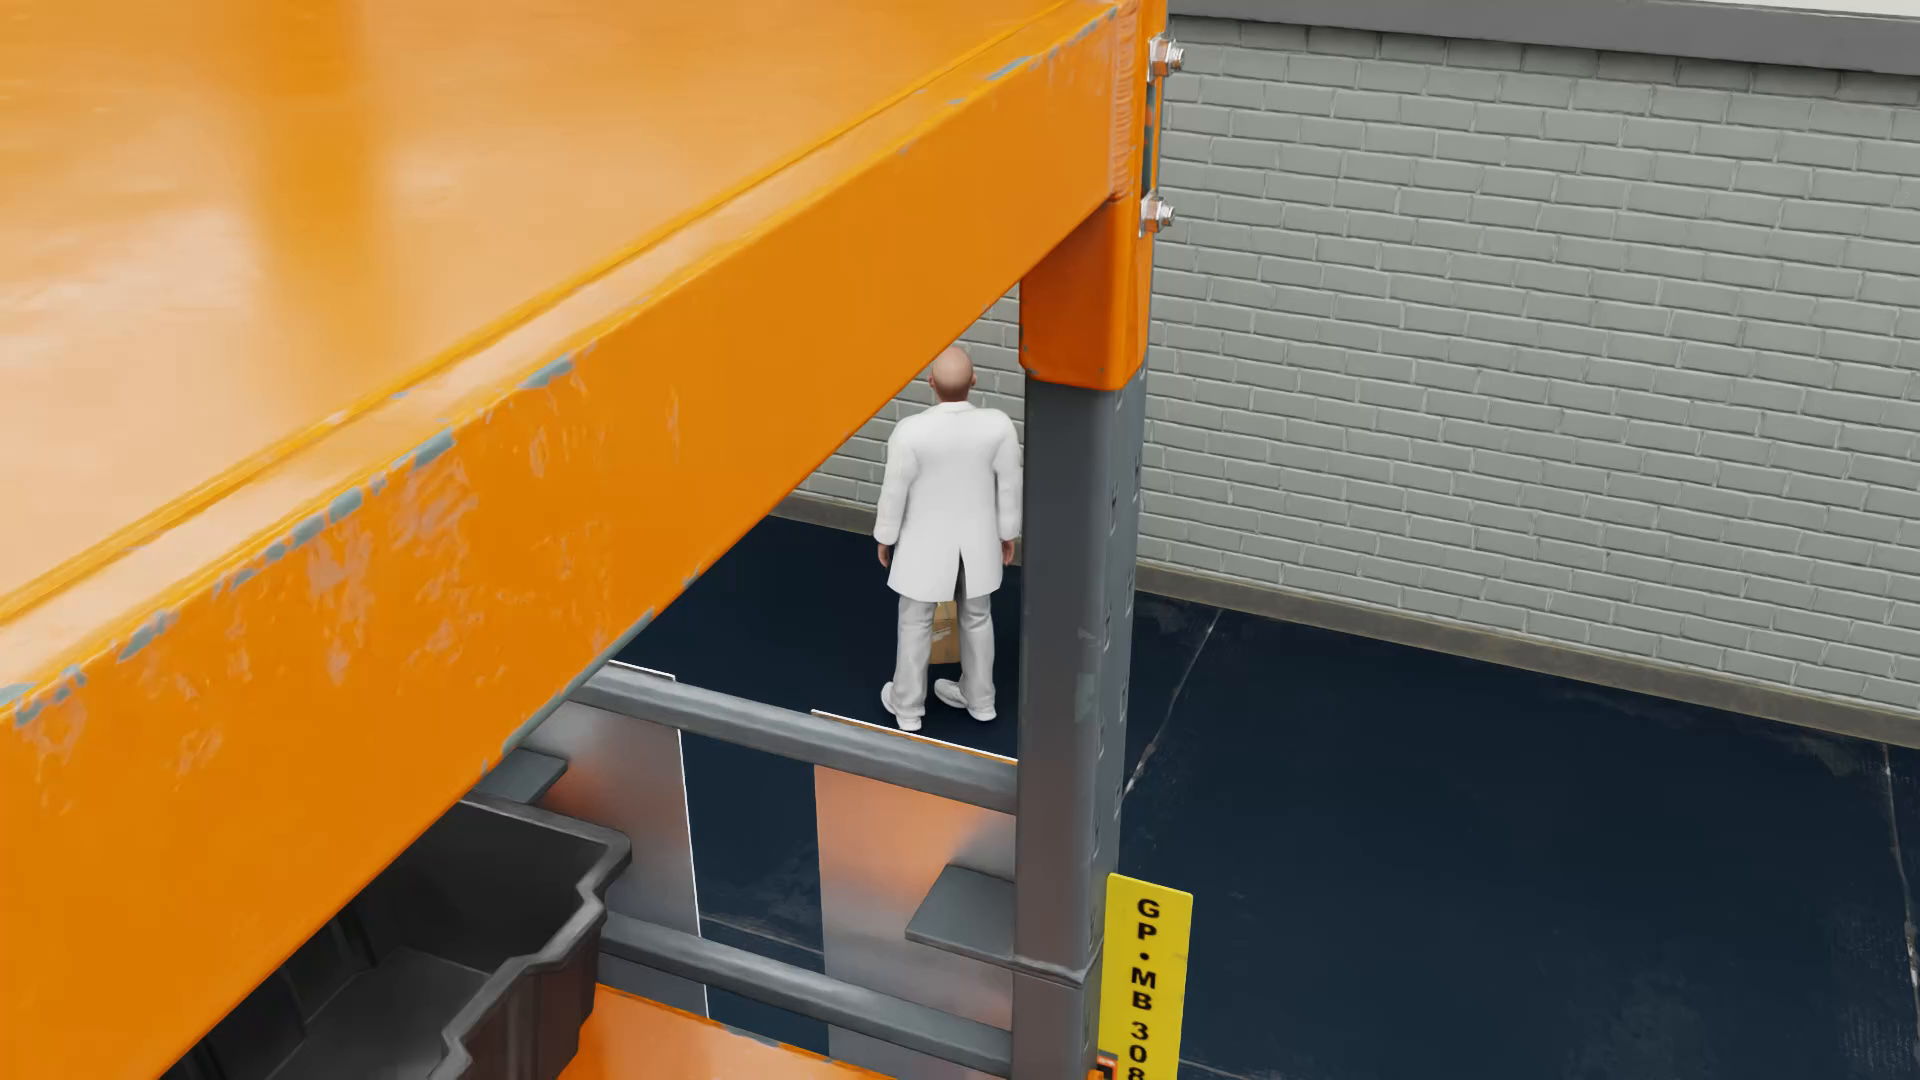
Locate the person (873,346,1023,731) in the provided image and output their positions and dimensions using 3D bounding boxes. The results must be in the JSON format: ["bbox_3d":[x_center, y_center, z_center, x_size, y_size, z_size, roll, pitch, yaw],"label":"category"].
[{"bbox_3d":[-0.060,-0.017,7.142,0.628,1.792,0.396,-8,30,-13],"label":"person"}]
